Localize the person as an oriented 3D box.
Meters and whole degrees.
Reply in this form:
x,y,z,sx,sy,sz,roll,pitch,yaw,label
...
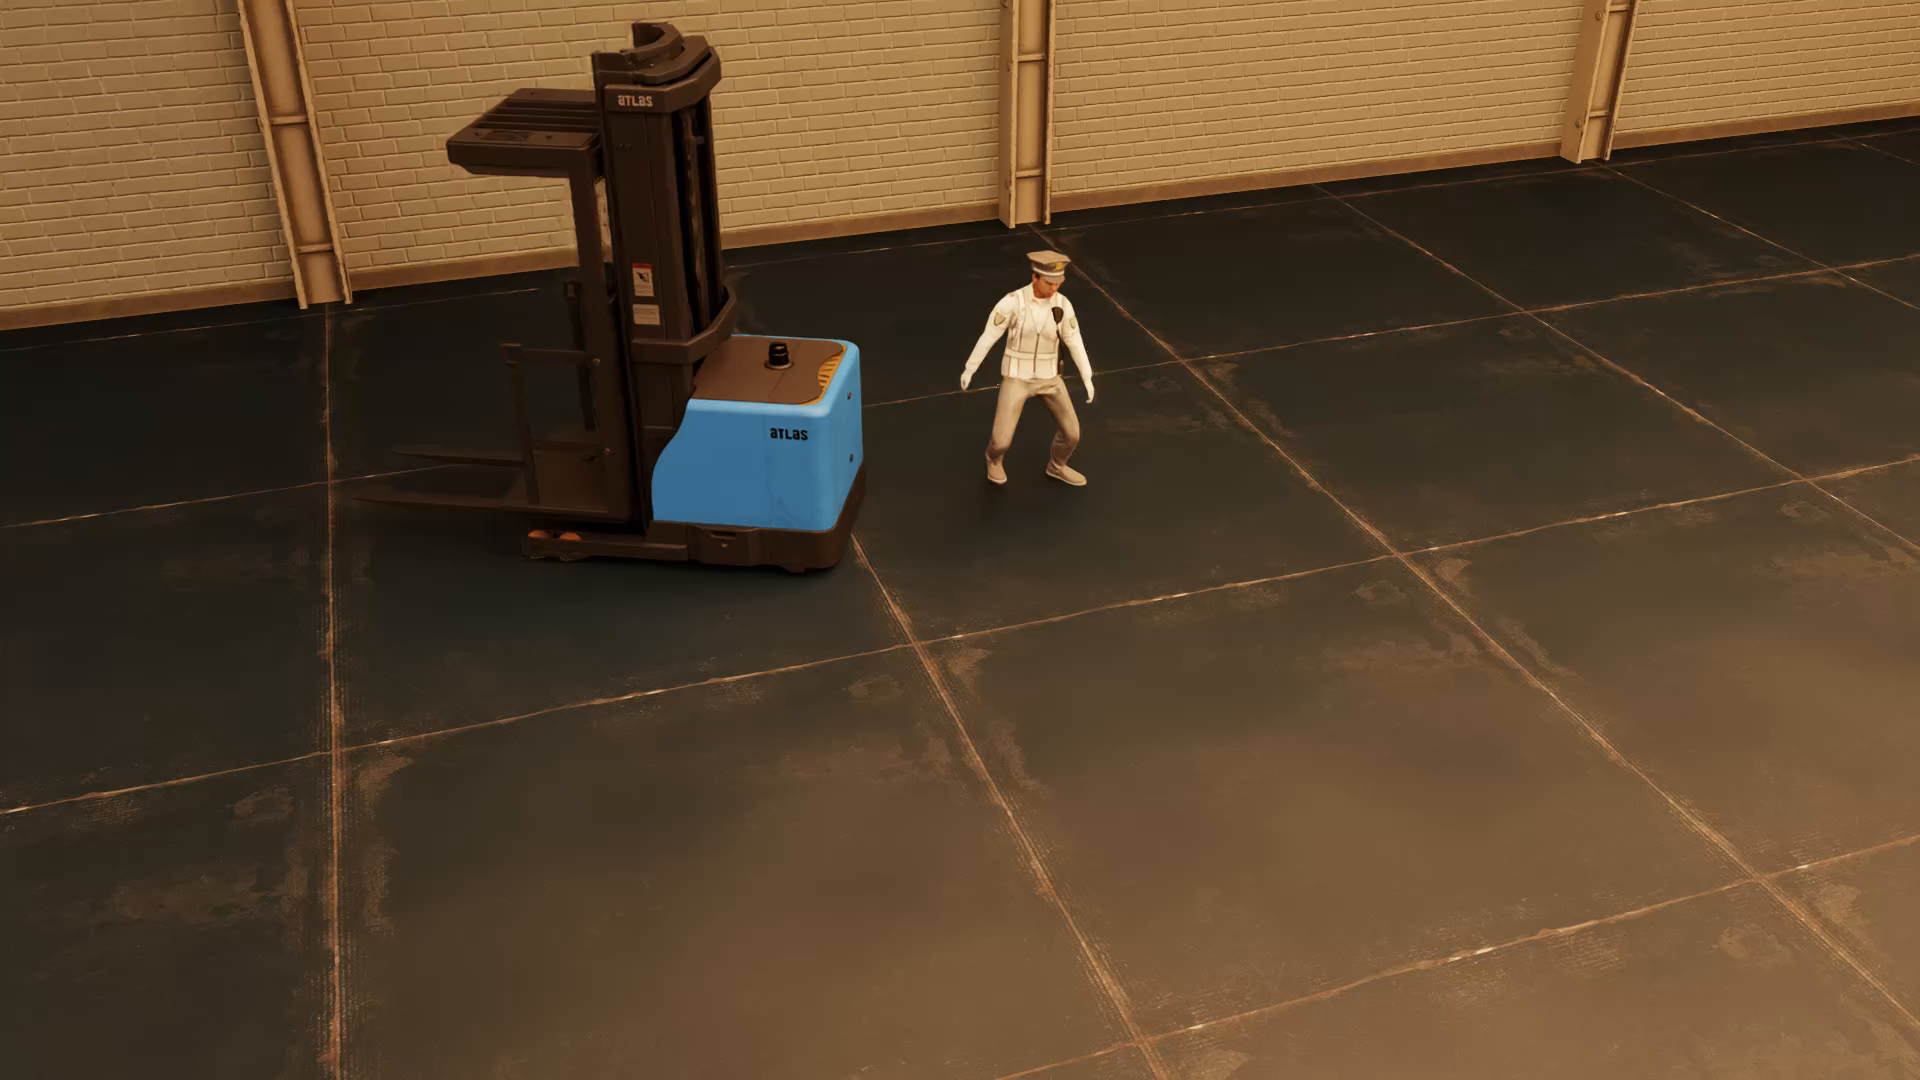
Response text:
x,y,z,sx,sy,sz,roll,pitch,yaw,label
0.416,-1.012,10.216,0.817,1.588,0.460,-4,30,-6,person

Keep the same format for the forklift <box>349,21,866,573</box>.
x,y,z,sx,sy,sz,roll,pitch,yaw,label
-2.146,-1.400,9.519,3.031,2.935,1.130,4,30,7,forklift
